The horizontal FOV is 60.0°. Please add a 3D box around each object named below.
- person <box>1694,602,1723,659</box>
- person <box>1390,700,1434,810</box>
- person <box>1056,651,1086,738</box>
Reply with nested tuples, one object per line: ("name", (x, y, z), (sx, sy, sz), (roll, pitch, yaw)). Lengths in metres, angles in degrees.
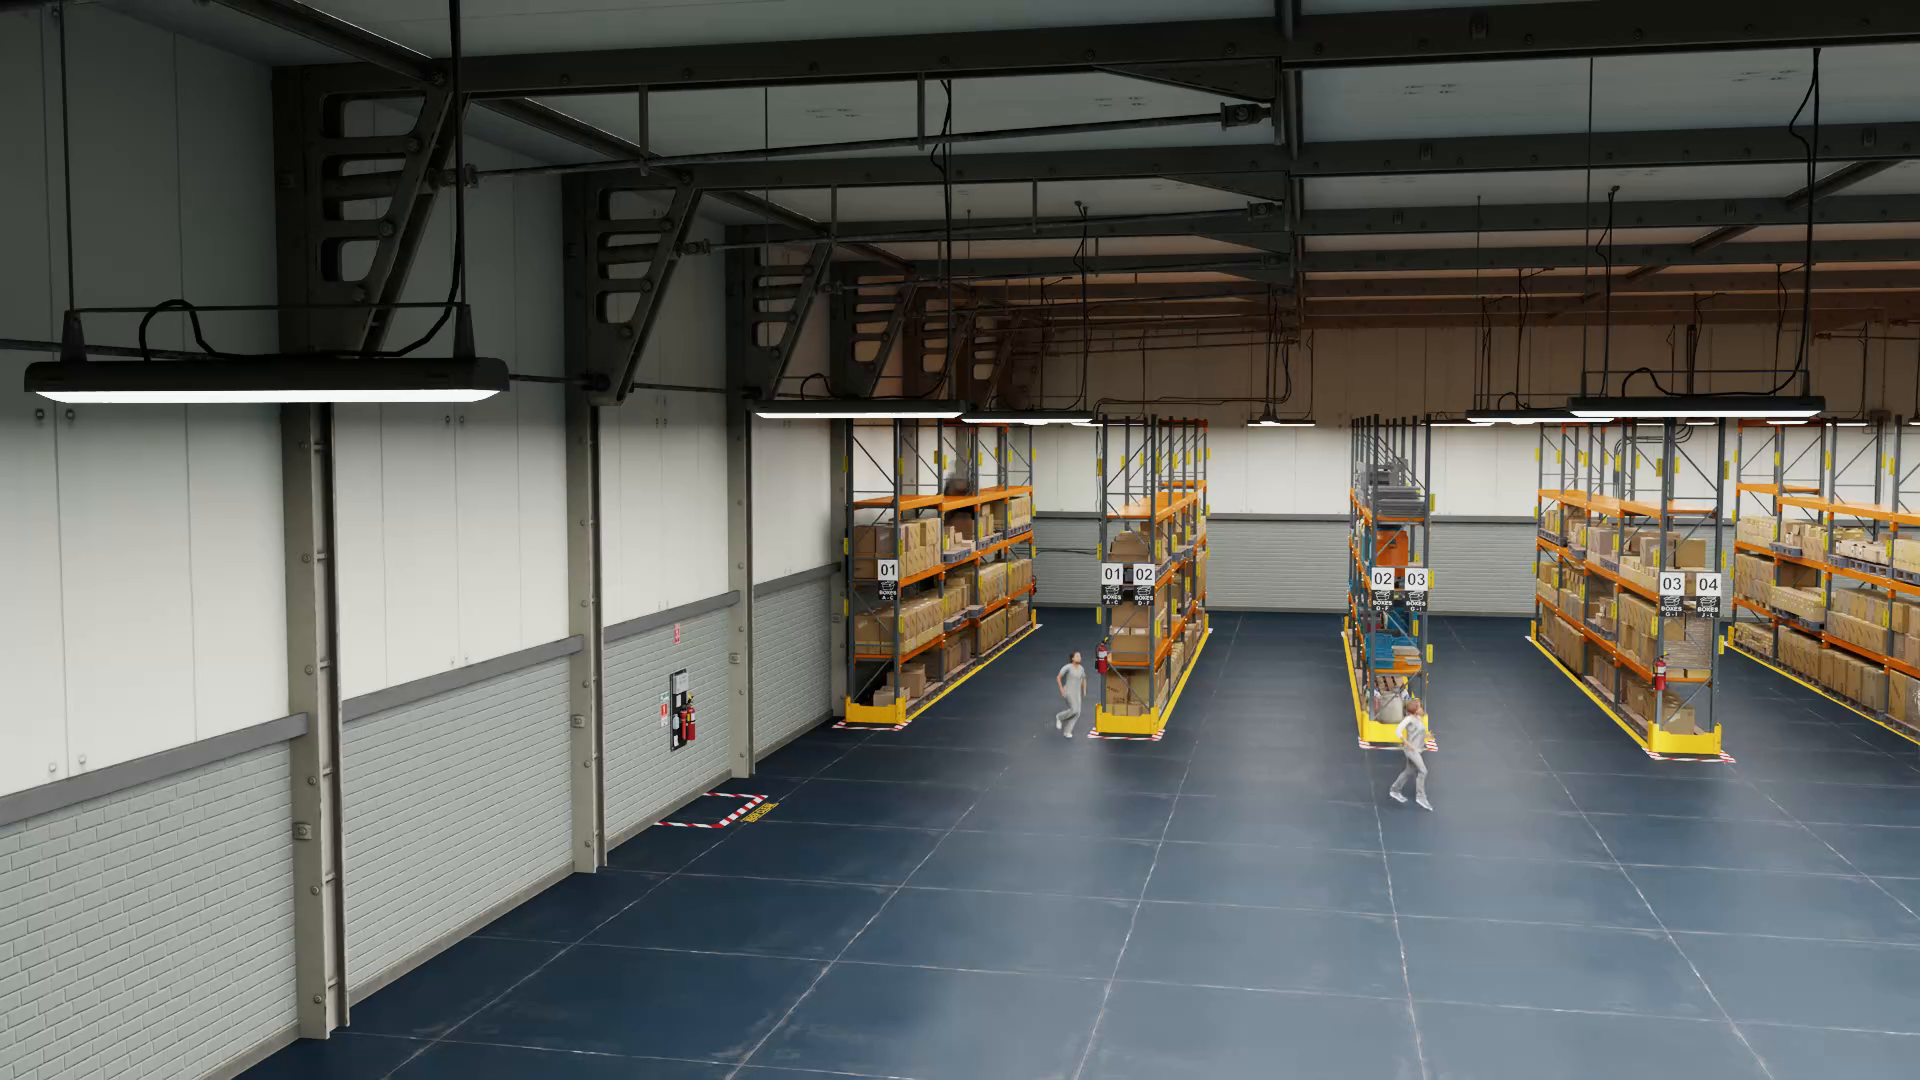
("person", (18.538, 2.114, 41.236), (0.724, 1.788, 0.695), (1, 4, 17))
("person", (6.848, 3.235, 25.197), (0.675, 1.636, 0.521), (2, 4, 29))
("person", (2.121, 2.858, 31.006), (0.608, 1.589, 0.544), (-2, 5, -33))
